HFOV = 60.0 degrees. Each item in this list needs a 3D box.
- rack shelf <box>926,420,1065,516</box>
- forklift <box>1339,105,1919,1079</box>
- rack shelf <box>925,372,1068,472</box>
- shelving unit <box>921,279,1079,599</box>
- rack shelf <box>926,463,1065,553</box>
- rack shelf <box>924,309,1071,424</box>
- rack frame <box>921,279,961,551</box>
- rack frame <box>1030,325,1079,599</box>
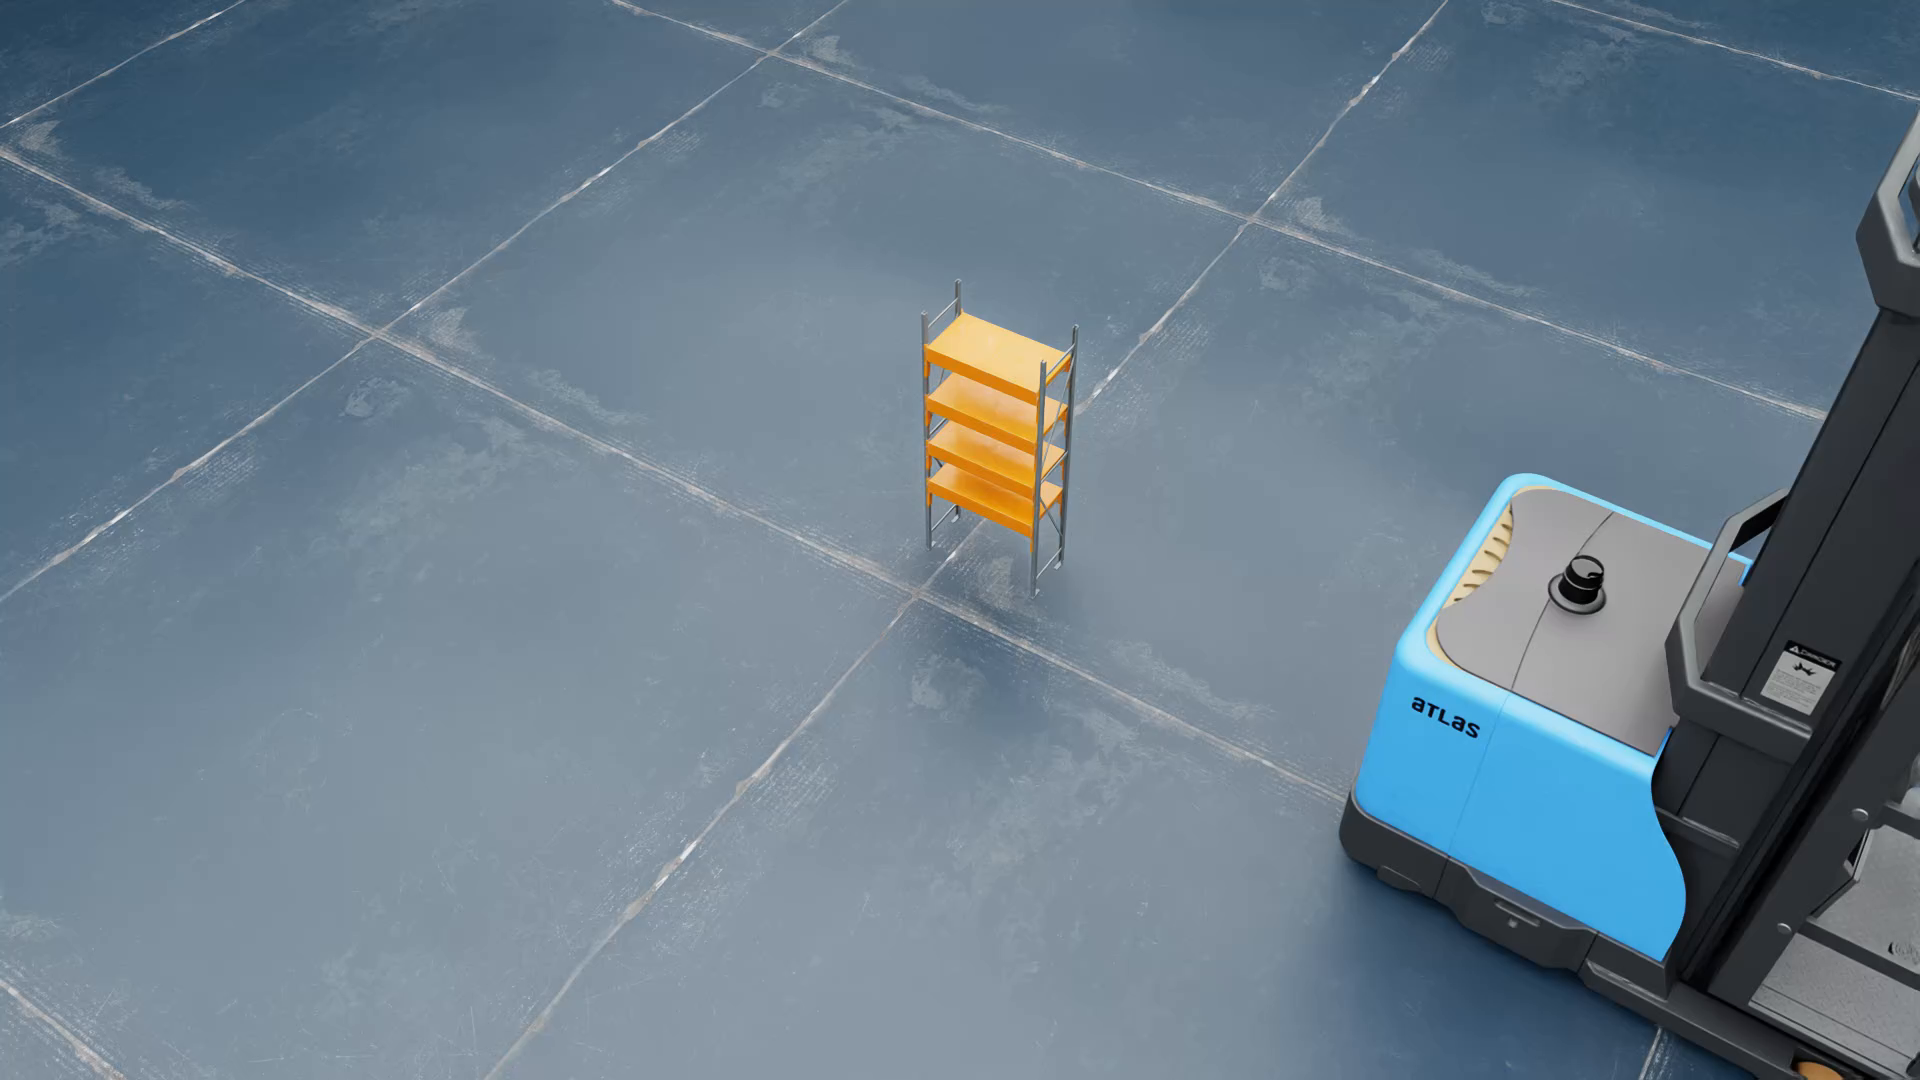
[{"bbox_3d":[0.139,-0.307,6.306,0.480,0.148,0.258,25,51,22],"label":"rack shelf"},{"bbox_3d":[2.797,0.361,4.356,3.031,2.935,1.130,26,51,23],"label":"forklift"},{"bbox_3d":[0.139,-0.463,6.145,0.480,0.148,0.258,25,51,22],"label":"rack shelf"},{"bbox_3d":[0.139,-0.354,6.257,0.503,1.200,0.258,25,51,22],"label":"shelving unit"},{"bbox_3d":[0.139,-0.169,6.448,0.480,0.148,0.258,25,51,22],"label":"rack shelf"},{"bbox_3d":[0.139,-0.628,5.976,0.480,0.148,0.258,25,51,22],"label":"rack shelf"},{"bbox_3d":[-0.066,-0.449,6.349,0.015,1.200,0.240,25,51,22],"label":"rack frame"},{"bbox_3d":[0.345,-0.260,6.166,0.015,1.200,0.240,25,51,22],"label":"rack frame"}]
